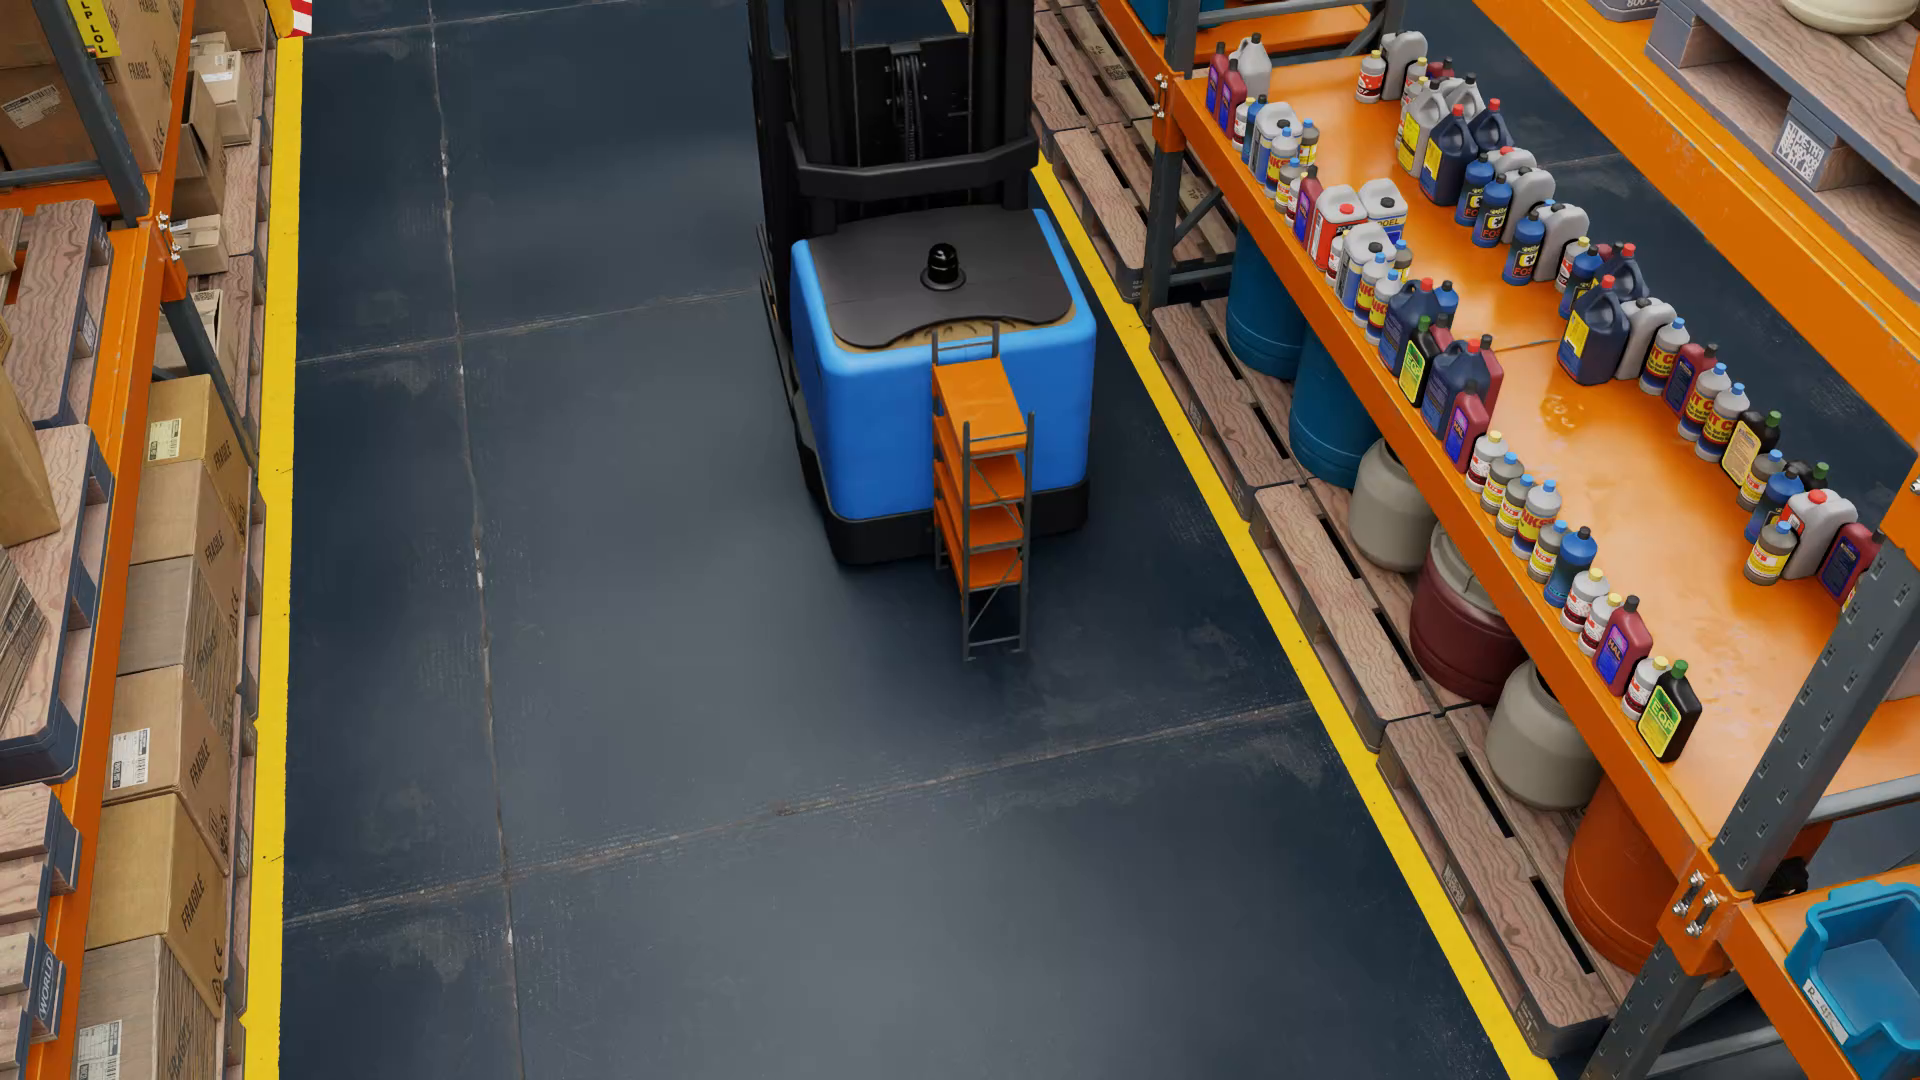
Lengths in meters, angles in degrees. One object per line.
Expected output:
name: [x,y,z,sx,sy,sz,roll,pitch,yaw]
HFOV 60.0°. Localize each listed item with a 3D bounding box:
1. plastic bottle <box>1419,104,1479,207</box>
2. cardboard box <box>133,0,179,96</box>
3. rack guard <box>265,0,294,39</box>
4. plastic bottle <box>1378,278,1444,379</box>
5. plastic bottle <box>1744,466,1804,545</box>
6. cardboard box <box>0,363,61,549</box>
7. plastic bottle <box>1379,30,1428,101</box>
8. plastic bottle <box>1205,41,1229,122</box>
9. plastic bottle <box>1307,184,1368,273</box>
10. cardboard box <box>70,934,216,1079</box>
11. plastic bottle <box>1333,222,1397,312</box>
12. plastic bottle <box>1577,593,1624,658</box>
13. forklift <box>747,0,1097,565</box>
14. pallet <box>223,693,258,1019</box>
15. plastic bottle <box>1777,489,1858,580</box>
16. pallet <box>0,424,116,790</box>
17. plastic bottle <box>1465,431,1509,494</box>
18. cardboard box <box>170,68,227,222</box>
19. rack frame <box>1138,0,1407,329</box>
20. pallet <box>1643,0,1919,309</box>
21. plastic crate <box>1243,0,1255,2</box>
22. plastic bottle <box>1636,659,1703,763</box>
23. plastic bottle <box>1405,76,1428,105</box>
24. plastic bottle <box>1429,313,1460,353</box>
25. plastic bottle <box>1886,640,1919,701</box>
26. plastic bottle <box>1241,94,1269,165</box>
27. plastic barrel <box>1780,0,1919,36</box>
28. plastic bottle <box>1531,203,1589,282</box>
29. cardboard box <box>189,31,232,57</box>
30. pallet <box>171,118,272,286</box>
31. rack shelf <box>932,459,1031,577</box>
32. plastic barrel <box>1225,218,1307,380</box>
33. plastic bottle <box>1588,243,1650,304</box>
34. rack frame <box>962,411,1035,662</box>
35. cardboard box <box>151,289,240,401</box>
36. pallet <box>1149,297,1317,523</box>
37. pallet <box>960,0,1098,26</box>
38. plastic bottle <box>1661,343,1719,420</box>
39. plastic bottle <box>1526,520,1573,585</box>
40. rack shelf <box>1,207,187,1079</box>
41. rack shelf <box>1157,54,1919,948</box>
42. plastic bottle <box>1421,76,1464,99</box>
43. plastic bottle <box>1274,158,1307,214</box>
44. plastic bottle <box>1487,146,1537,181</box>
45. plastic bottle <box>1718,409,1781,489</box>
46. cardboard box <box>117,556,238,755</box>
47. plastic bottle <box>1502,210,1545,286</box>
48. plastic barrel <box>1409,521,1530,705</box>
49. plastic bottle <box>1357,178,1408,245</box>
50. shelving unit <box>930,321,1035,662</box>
plastic bottle: [1.794,-1.415,6.071,0.144,0.351,0.185,-11,47,-10]
cardboard box: [-3.456,-2.048,6.587,0.500,0.500,0.500,-10,46,-10]
rack guard: [-4.459,-3.092,9.431,1.175,0.500,0.348,-11,47,-10]
plastic bottle: [1.468,-0.710,5.380,0.144,0.351,0.185,-11,47,-10]
plastic bottle: [2.380,-0.106,4.844,0.097,0.271,0.097,0,46,0]
cardboard box: [-2.943,-0.232,4.513,0.700,0.500,0.500,-22,50,-20]
plastic bottle: [1.748,-1.905,6.603,0.152,0.276,0.135,-11,47,-10]
plastic bottle: [1.016,-1.789,6.485,0.061,0.283,0.133,-11,47,-10]
plastic bottle: [1.322,-1.089,5.804,0.152,0.276,0.135,-11,47,-10]
cardboard box: [-2.410,1.497,4.624,0.500,0.500,0.500,-12,47,-12]
plastic bottle: [1.381,-0.929,5.647,0.152,0.276,0.135,-11,47,-10]
plastic bottle: [1.772,0.226,4.567,0.097,0.201,0.097,0,46,0]
forklift: [-0.311,-1.999,6.657,1.130,2.935,3.031,-9,46,-9]
pallet: [-2.894,1.116,5.508,1.003,0.211,1.213,-11,47,-10]
plastic bottle: [2.442,-0.034,4.770,0.152,0.276,0.135,-11,47,-10]
pallet: [-2.933,0.229,4.560,1.003,0.211,1.213,-11,47,-10]
plastic bottle: [1.597,-0.244,5.028,0.097,0.201,0.097,0,46,0]
cardboard box: [-3.941,-1.835,7.888,0.797,0.503,0.637,-11,47,-10]
rack frame: [1.335,-2.161,6.768,1.000,3.000,0.127,-11,47,-10]
pallet: [2.257,-0.929,3.593,1.003,0.211,1.213,-11,47,-10]
plastic crate: [1.354,-2.437,7.181,0.396,0.136,0.243,-11,47,-10]
plastic bottle: [1.843,0.440,4.300,0.061,0.283,0.133,-11,47,-10]
plastic bottle: [1.779,-1.701,6.455,0.097,0.201,0.097,0,46,0]
plastic bottle: [1.527,-0.580,5.300,0.061,0.283,0.133,-11,47,-10]
plastic bottle: [2.560,0.286,4.456,0.152,0.276,0.135,-11,47,-10]
plastic bottle: [1.122,-1.549,6.258,0.097,0.271,0.097,0,46,0]
plastic barrel: [1.942,-1.262,3.589,0.301,0.262,0.301,0,46,0]
plastic bottle: [2.064,-1.051,5.767,0.152,0.276,0.135,-11,47,-10]
cardboard box: [-4.085,-2.556,8.830,0.380,0.166,0.250,-11,47,-10]
pallet: [-3.946,-1.600,8.171,1.003,0.211,1.213,-11,47,-10]
rack shelf: [0.074,-0.104,6.107,0.258,0.148,0.480,-9,46,-9]
plastic barrel: [1.457,-1.195,6.996,0.600,0.901,0.708,-11,47,-10]
plastic bottle: [2.168,-0.809,5.477,0.144,0.351,0.185,-11,47,-10]
rack frame: [0.128,0.018,5.892,0.240,1.200,0.015,-9,46,-9]
cardboard box: [-3.353,-0.800,7.009,0.500,0.311,0.500,-11,47,-10]
pallet: [1.492,-0.645,7.234,1.003,0.211,1.213,-11,47,-10]
pallet: [0.484,-3.370,9.905,1.003,0.211,1.213,-11,47,-10]
plastic bottle: [2.309,-0.523,5.244,0.061,0.283,0.133,-11,47,-10]
plastic bottle: [1.697,0.025,4.765,0.097,0.201,0.097,0,46,0]
rack shelf: [-2.943,0.374,4.787,1.077,0.370,4.000,-11,47,-10]
rack shelf: [1.847,-0.529,5.672,1.077,0.370,4.000,-11,47,-10]
plastic bottle: [1.841,-1.653,6.356,0.152,0.276,0.135,-11,47,-10]
plastic bottle: [1.207,-1.298,6.061,0.097,0.201,0.097,0,46,0]
plastic bottle: [1.971,-1.304,6.015,0.152,0.276,0.135,-11,47,-10]
plastic bottle: [2.393,-0.296,5.022,0.061,0.283,0.133,-11,47,-10]
cardboard box: [-2.805,0.440,5.661,0.500,0.500,0.500,-10,46,-10]
plastic bottle: [1.949,-1.014,5.734,0.097,0.271,0.097,0,46,0]
plastic barrel: [1.928,0.183,5.865,0.600,0.588,0.708,-11,47,-10]
plastic bottle: [1.469,-1.117,5.832,0.152,0.276,0.135,-11,47,-10]
shelving unit: [0.074,-0.152,6.058,0.258,1.200,0.503,-9,46,-9]
